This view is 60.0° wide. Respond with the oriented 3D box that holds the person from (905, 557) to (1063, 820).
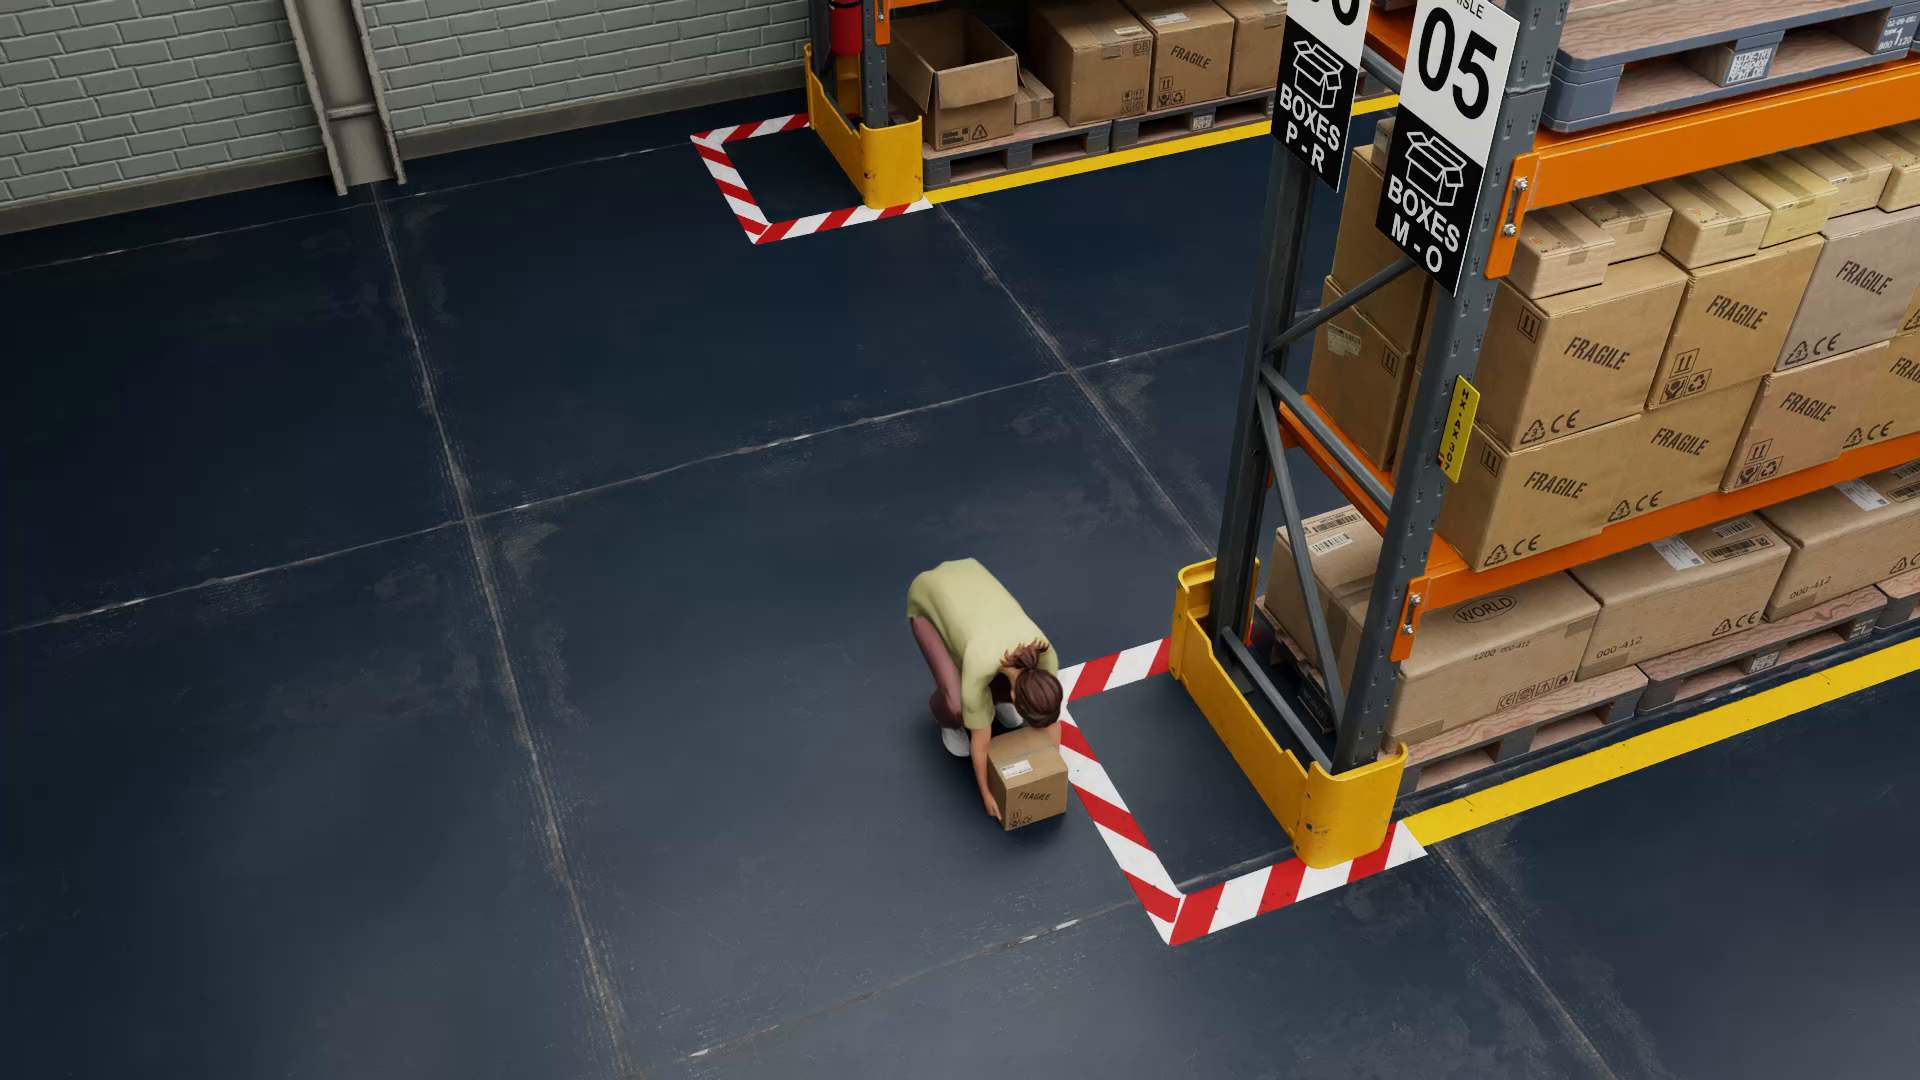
[{"bbox_3d":[0.117,0.524,6.289,0.454,0.754,0.867,-19,45,-20],"label":"person"}]
